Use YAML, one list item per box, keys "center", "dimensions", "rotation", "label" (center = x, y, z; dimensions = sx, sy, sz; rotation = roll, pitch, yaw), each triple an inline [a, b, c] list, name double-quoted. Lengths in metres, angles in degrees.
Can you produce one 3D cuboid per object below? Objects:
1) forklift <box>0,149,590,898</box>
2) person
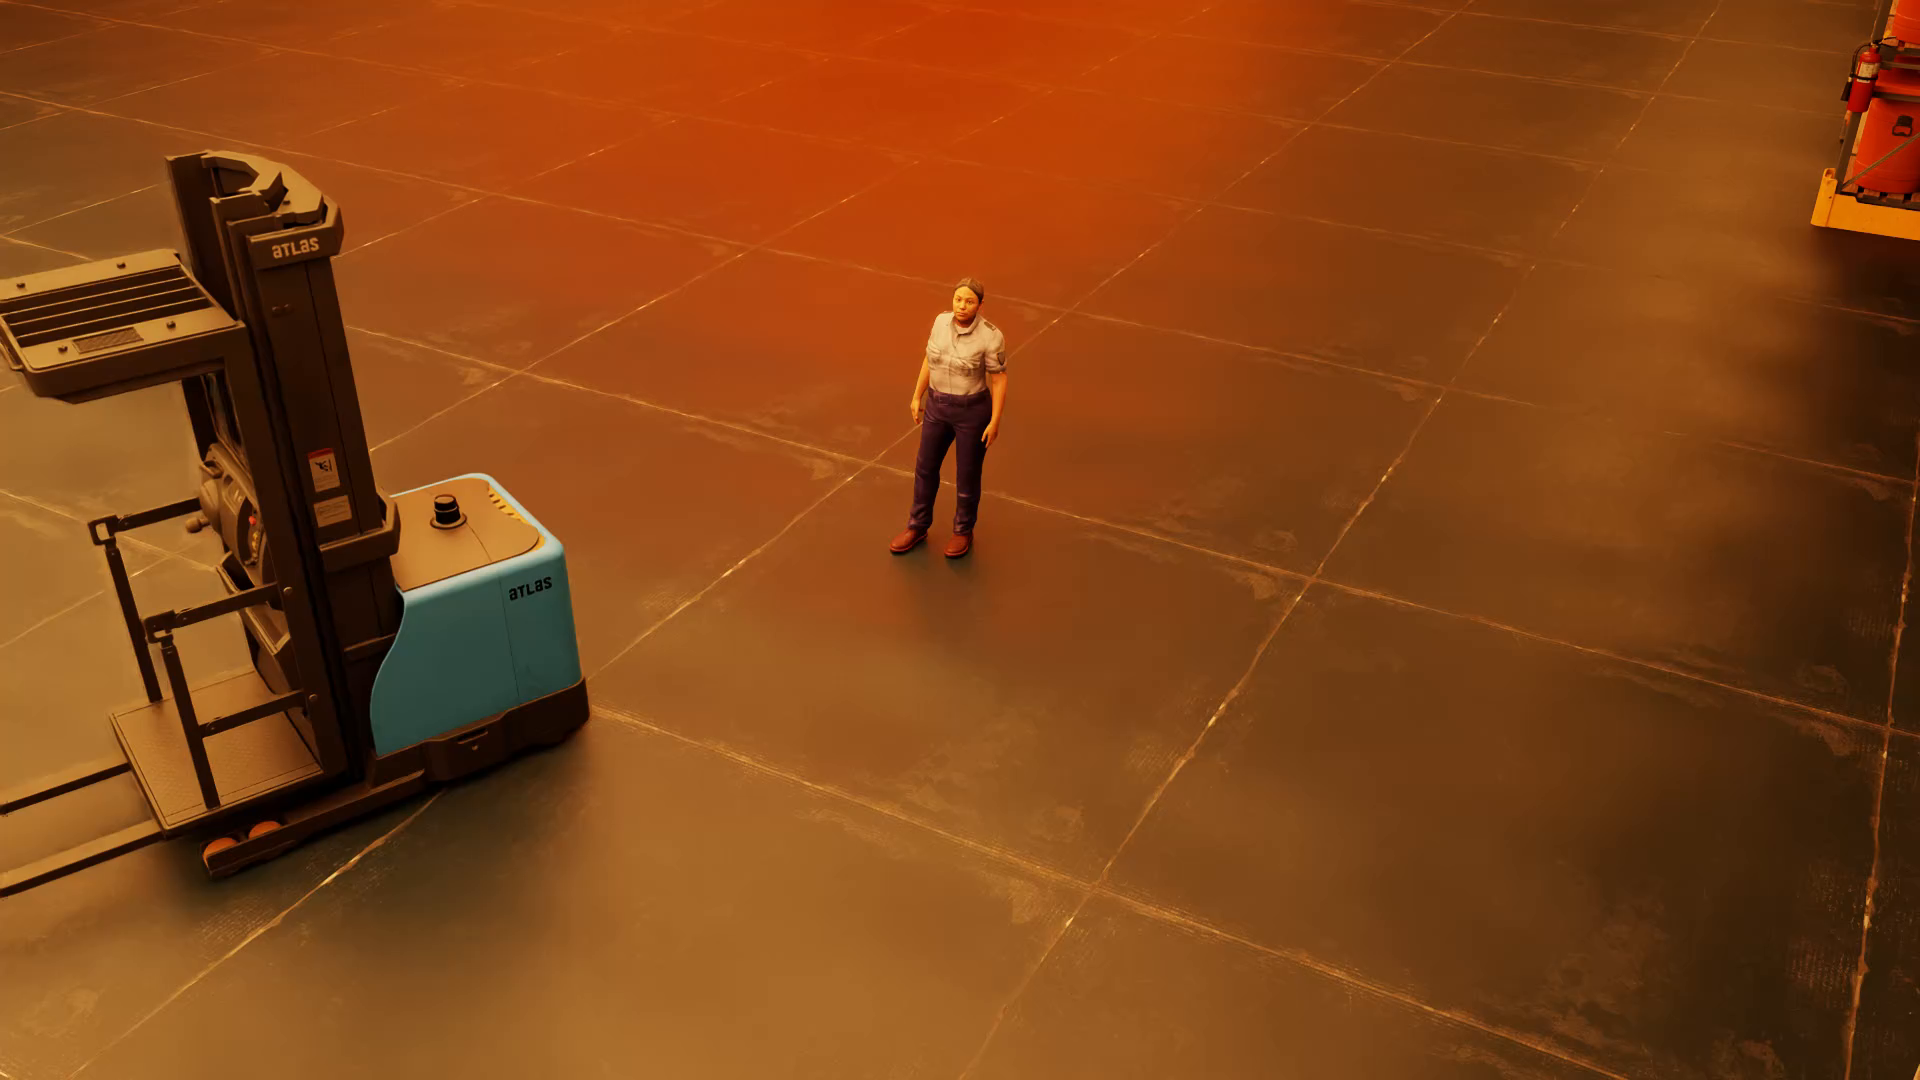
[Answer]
- center: [-3.344, -0.074, 7.198]
  dimensions: [3.031, 2.935, 1.130]
  rotation: [-20, 36, -31]
  label: "forklift"
- center: [-0.063, -0.687, 9.529]
  dimensions: [0.598, 1.651, 0.503]
  rotation: [15, 33, 25]
  label: "person"
